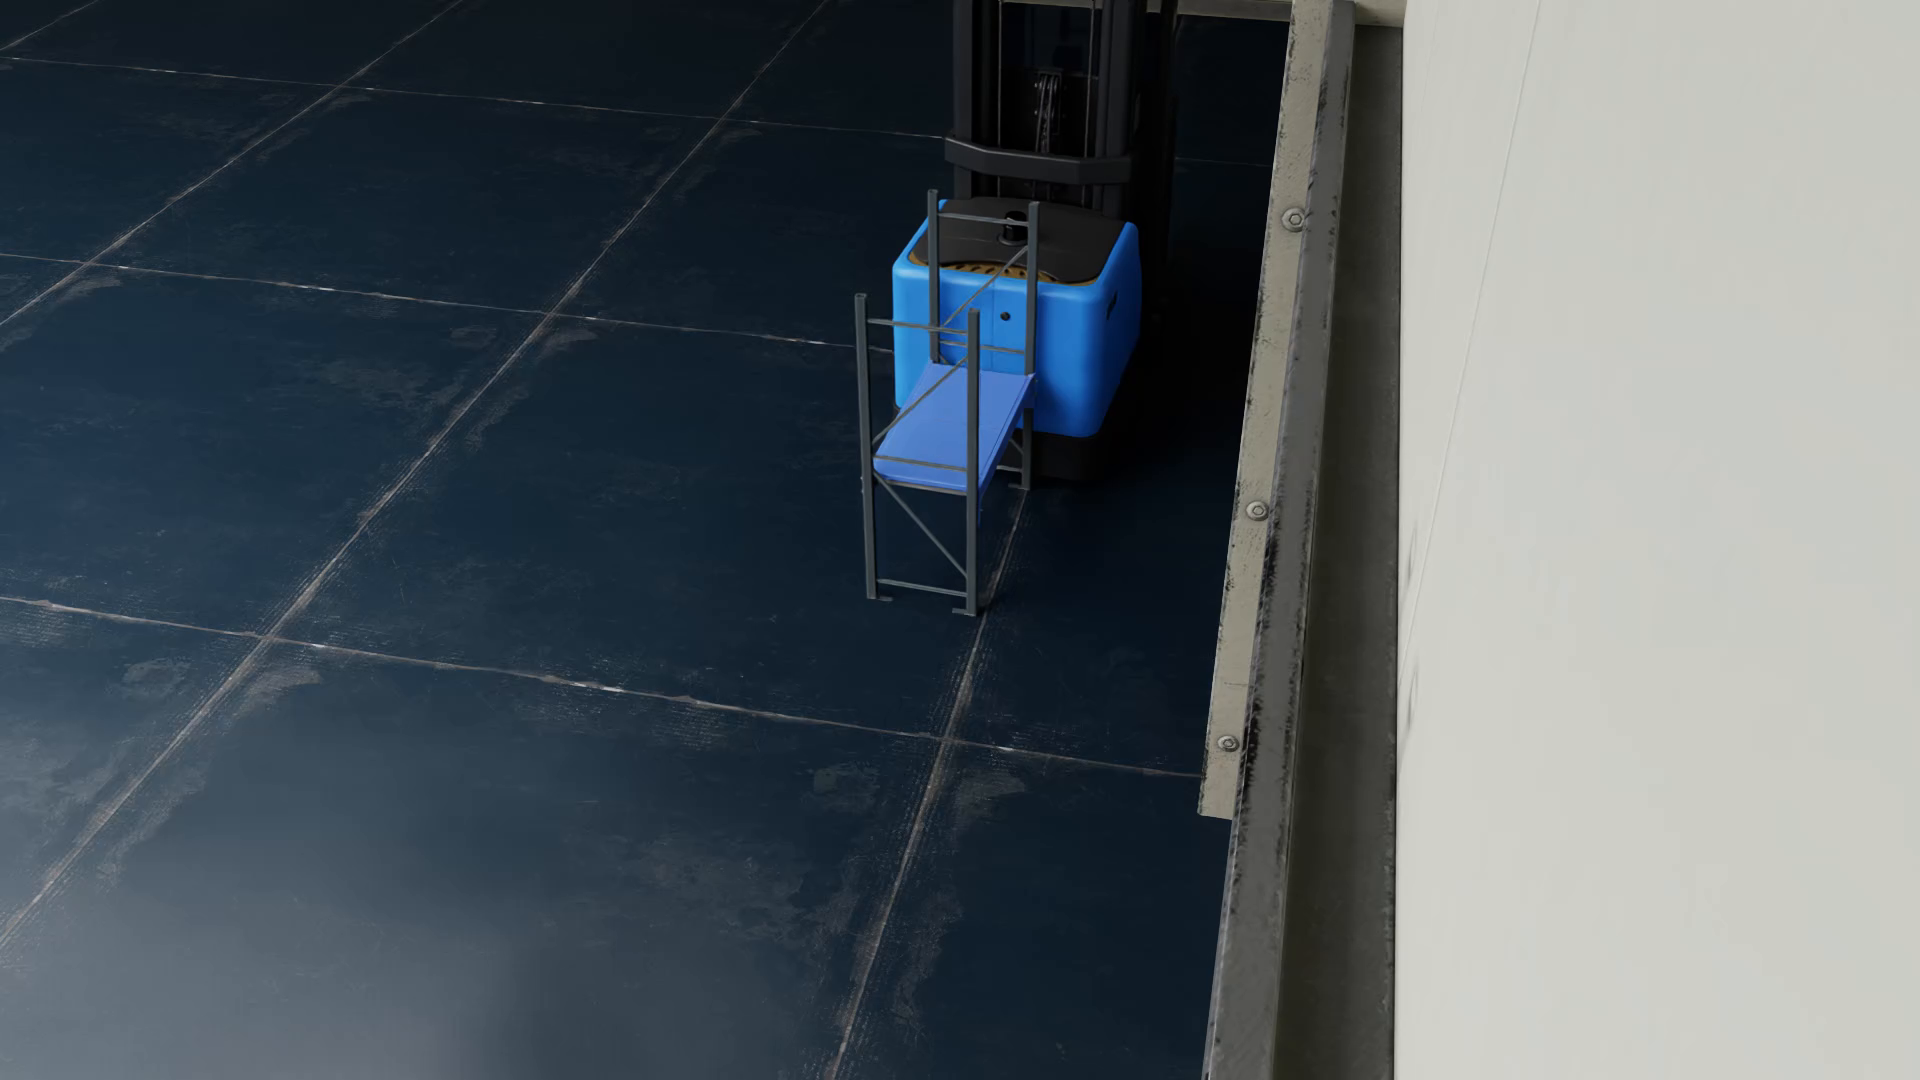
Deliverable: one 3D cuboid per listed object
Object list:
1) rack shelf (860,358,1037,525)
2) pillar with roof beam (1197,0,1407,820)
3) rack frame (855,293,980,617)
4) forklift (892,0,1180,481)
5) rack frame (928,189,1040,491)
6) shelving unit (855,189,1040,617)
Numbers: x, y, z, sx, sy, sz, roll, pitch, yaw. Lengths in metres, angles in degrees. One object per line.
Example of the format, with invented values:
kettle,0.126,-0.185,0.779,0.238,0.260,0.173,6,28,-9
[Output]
rack shelf,-0.032,-0.458,7.410,0.538,0.185,1.000,9,37,12
pillar with roof beam,-3.111,-3.237,4.548,9.100,9.000,0.400,7,37,10
rack frame,-0.168,-0.316,6.908,0.500,1.500,0.032,9,37,12
forklift,0.572,-2.337,8.477,1.130,2.935,3.031,10,37,13
rack frame,0.103,-0.891,7.701,0.500,1.500,0.032,9,37,12
shelving unit,-0.032,-0.603,7.304,0.538,1.500,1.048,9,37,12
